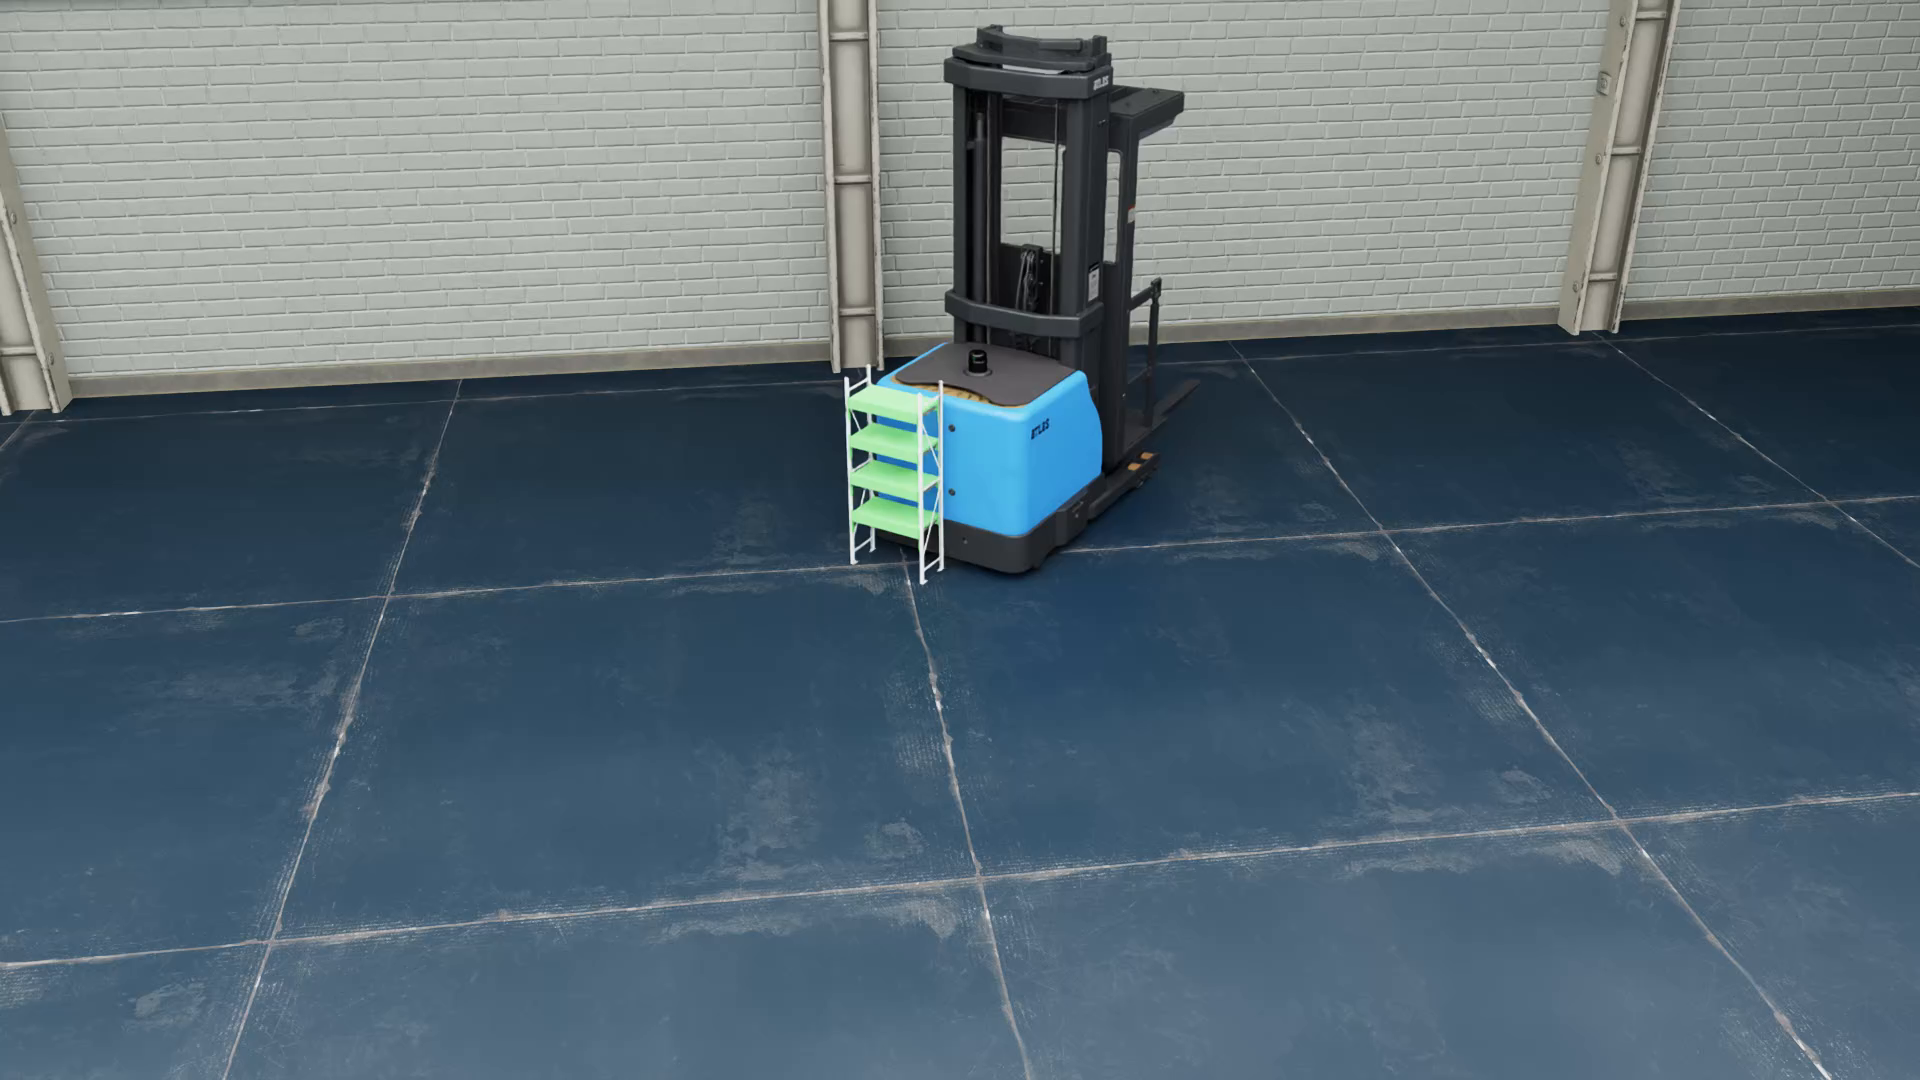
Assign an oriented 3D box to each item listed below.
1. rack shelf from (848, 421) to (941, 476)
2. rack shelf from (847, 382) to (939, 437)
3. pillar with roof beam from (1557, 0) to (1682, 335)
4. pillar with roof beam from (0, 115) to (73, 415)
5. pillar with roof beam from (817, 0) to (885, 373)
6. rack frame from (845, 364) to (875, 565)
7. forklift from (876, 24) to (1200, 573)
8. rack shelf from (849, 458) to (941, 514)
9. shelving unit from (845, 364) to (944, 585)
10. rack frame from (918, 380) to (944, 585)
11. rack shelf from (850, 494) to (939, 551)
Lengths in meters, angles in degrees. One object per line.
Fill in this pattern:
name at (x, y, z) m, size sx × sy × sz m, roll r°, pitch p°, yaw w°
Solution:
rack shelf at (-0.376, -0.531, 9.585) m, size 0.480 × 0.148 × 0.258 m, roll 15°, pitch 31°, yaw 27°
rack shelf at (-0.376, -0.745, 9.475) m, size 0.480 × 0.148 × 0.258 m, roll 15°, pitch 31°, yaw 27°
pillar with roof beam at (5.745, -3.802, 7.802) m, size 0.400 × 9.000 × 9.100 m, roll -4°, pitch 27°, yaw -7°
pillar with roof beam at (-6.138, -3.039, 6.315) m, size 0.400 × 9.000 × 9.100 m, roll -4°, pitch 27°, yaw -7°
pillar with roof beam at (-0.197, -3.420, 7.059) m, size 0.400 × 9.000 × 9.100 m, roll -4°, pitch 27°, yaw -7°
rack frame at (-0.585, -0.431, 9.776) m, size 0.015 × 1.200 × 0.240 m, roll 15°, pitch 31°, yaw 27°
forklift at (0.675, -1.743, 10.436) m, size 1.130 × 2.935 × 3.031 m, roll 15°, pitch 31°, yaw 27°
rack shelf at (-0.375, -0.318, 9.694) m, size 0.480 × 0.148 × 0.258 m, roll 15°, pitch 31°, yaw 27°
shelving unit at (-0.376, -0.374, 9.665) m, size 0.503 × 1.200 × 0.258 m, roll 15°, pitch 31°, yaw 27°
rack frame at (-0.166, -0.318, 9.554) m, size 0.015 × 1.200 × 0.240 m, roll 15°, pitch 31°, yaw 27°
rack shelf at (-0.375, -0.104, 9.804) m, size 0.480 × 0.148 × 0.258 m, roll 15°, pitch 31°, yaw 27°
